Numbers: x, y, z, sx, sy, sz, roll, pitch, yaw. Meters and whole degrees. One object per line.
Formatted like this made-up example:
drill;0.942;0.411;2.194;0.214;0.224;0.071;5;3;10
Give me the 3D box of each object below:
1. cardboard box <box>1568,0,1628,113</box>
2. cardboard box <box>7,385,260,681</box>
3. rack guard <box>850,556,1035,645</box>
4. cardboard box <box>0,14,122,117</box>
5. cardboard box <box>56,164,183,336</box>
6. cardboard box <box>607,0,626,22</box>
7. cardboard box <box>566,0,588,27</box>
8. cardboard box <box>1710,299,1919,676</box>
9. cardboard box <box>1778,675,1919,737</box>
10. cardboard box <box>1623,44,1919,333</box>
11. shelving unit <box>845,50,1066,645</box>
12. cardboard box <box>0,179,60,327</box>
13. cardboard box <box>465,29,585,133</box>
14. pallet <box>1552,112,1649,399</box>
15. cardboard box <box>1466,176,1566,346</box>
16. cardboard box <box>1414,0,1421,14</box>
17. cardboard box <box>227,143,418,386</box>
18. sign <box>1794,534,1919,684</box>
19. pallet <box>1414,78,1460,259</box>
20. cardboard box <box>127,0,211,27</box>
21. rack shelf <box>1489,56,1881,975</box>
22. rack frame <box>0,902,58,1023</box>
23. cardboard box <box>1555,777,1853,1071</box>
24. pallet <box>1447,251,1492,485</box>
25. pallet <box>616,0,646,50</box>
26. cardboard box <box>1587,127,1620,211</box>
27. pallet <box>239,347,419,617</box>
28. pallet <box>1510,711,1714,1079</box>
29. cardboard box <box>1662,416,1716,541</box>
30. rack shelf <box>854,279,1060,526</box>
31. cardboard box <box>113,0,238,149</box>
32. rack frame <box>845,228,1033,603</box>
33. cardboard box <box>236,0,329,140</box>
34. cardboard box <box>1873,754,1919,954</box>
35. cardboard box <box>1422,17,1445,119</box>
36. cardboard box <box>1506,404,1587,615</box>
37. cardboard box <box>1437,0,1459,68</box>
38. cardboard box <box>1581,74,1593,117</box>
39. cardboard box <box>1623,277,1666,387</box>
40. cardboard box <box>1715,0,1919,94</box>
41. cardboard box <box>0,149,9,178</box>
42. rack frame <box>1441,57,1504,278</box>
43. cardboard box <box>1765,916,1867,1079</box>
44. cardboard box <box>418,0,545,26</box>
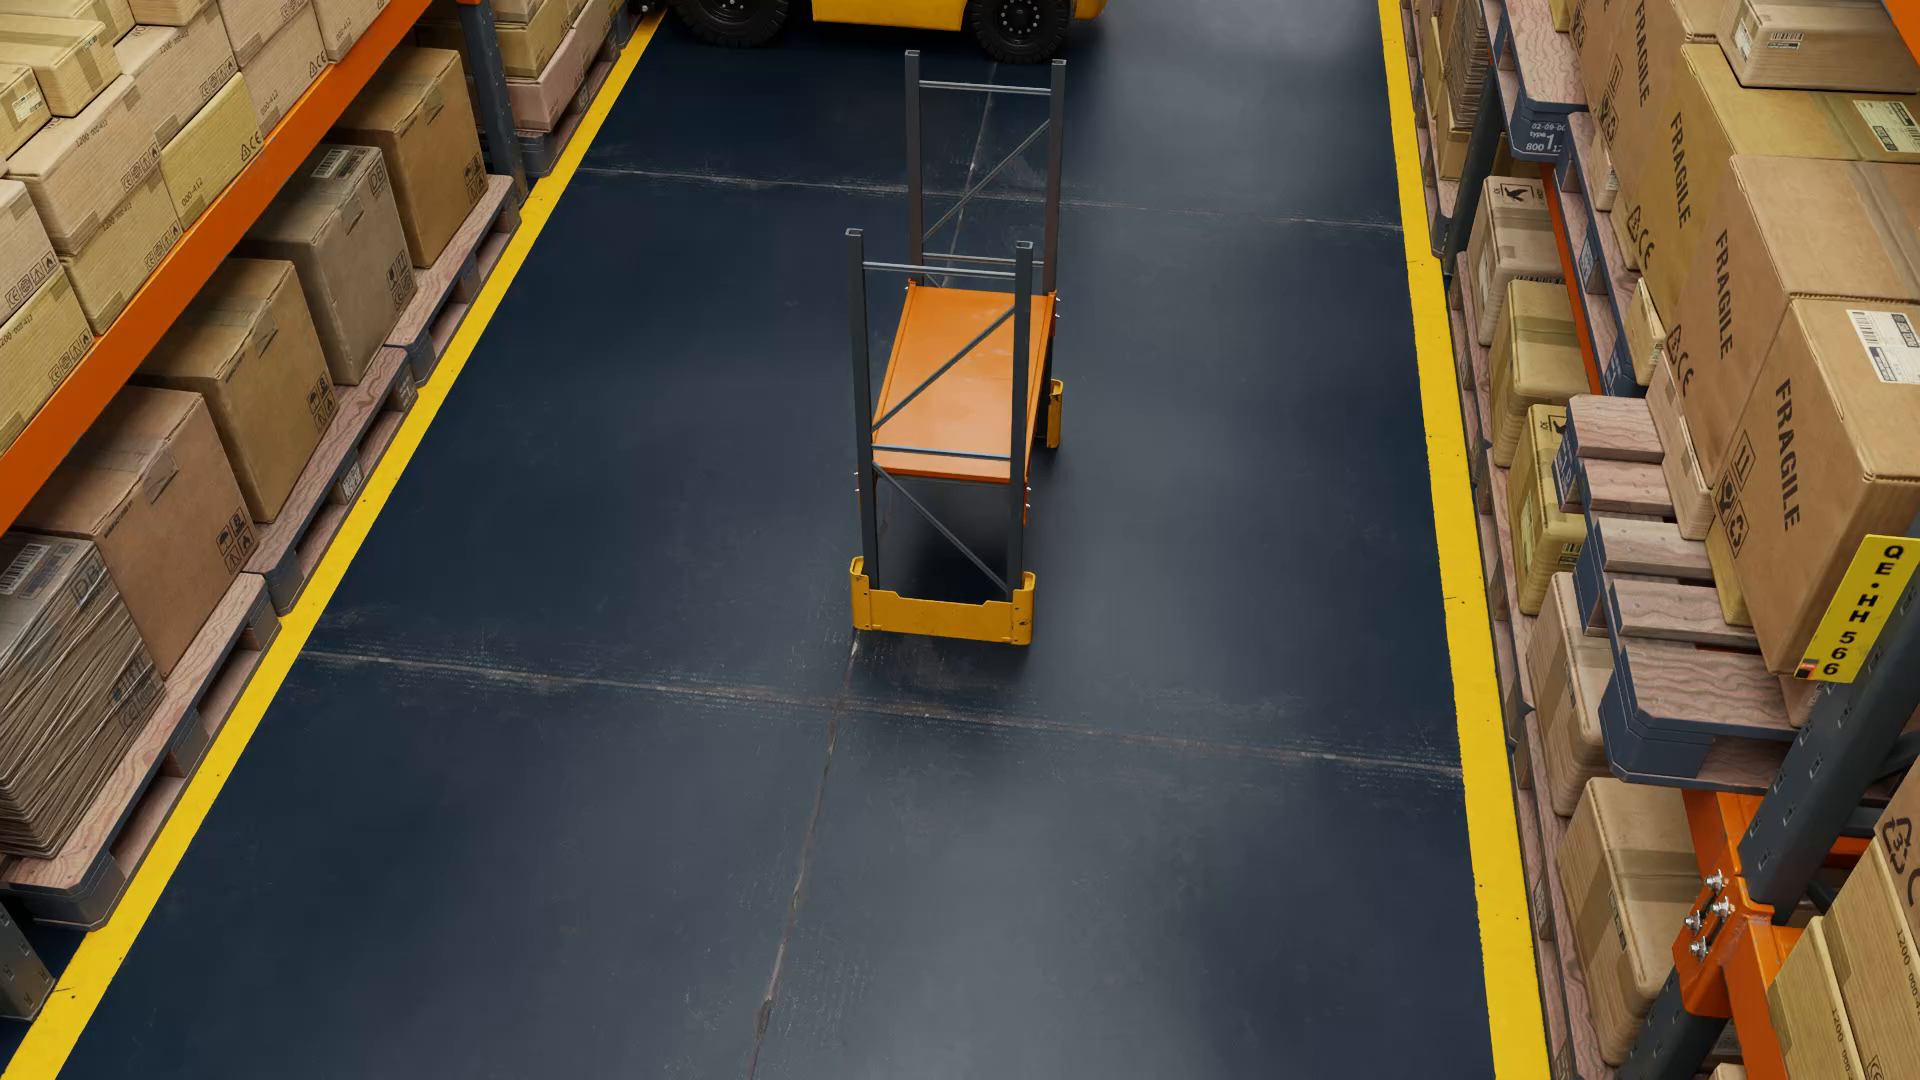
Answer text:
cardboard box;2.019;-1.502;4.560;0.500;0.500;0.500;5;44;5
cardboard box;-2.765;-0.059;5.052;0.875;0.625;0.625;7;44;7
rack guard;-0.056;0.197;5.360;0.587;0.250;0.087;5;44;6
cardboard box;-2.445;-1.242;4.335;0.380;0.149;0.250;6;44;6
cardboard box;-2.506;-0.818;4.542;0.500;0.250;0.500;4;44;4
cardboard box;-1.914;-2.777;8.196;0.500;0.250;0.500;6;44;6
cardboard box;-1.976;-2.605;7.651;0.500;0.250;0.500;5;44;5
cardboard box;1.766;-0.082;3.060;0.500;0.500;0.500;4;44;4
cardboard box;1.792;0.244;3.188;0.380;0.149;0.250;7;44;7
cardboard box;1.889;-0.779;3.797;0.500;0.500;0.500;3;43;3
shelving unit;0.010;-0.597;5.289;0.587;1.500;1.083;5;44;6
cardboard box;-2.571;-0.647;3.997;0.500;0.250;0.500;7;44;7
cardboard box;-2.018;-2.078;7.458;0.500;0.250;0.500;6;44;6
pallet;2.203;-0.733;4.482;1.003;0.211;1.213;5;44;6
cardboard box;2.443;-1.017;6.248;0.950;0.372;0.625;6;44;6
cardboard box;2.524;-2.811;8.232;0.500;0.250;0.500;8;44;8
cardboard box;-2.578;-1.030;6.078;0.875;0.625;0.625;5;44;5
sign;1.442;0.115;2.662;0.100;0.325;0.005;5;44;6
pallet;2.564;-1.624;7.312;1.003;0.211;1.213;5;44;6
cardboard box;-2.333;-1.582;4.695;0.380;0.149;0.250;4;44;4
rack shelf;2.246;-0.552;4.674;1.077;0.370;4.000;5;44;6
rack frame;-2.939;0.101;3.461;1.000;3.000;0.127;5;44;6
cardboard box;2.066;0.968;4.152;0.950;0.372;0.625;3;43;3
pallet;2.409;-0.633;6.265;1.003;0.211;1.213;5;44;6
pallet;-2.105;-2.984;8.748;1.003;0.211;1.213;5;44;6
cardboard box;1.924;-1.004;4.506;0.380;0.149;0.250;7;44;7
pallet;-2.628;-0.273;5.884;1.003;0.211;1.213;5;44;6
pallet;2.086;1.030;4.509;1.003;0.211;1.213;5;44;6
cardboard box;1.744;-0.121;3.574;0.380;0.149;0.250;5;44;5
rack shelf;0.011;-0.472;5.419;0.538;0.185;1.000;5;44;6
cardboard box;-2.441;-1.353;4.742;0.500;0.250;0.500;6;44;6
rack frame;-0.056;-0.256;4.930;0.500;1.500;0.032;5;44;6
cardboard box;-2.375;-1.524;5.287;0.500;0.250;0.500;5;44;6
cardboard box;1.674;0.464;2.278;0.500;0.500;0.500;4;44;4
cardboard box;2.383;-2.121;7.503;0.500;0.250;0.500;4;44;4
cardboard box;2.262;-0.052;5.230;0.950;0.372;0.625;7;44;7
cardboard box;2.388;-2.377;7.228;0.500;0.500;0.500;6;44;6
cardboard box;2.045;-1.348;4.870;0.380;0.149;0.250;6;44;6
cardboard box;1.808;-0.481;3.953;0.380;0.149;0.250;6;44;6
cardboard box;1.918;-1.123;3.688;0.380;0.149;0.250;3;44;4
cardboard box;-2.540;-0.900;3.974;0.380;0.149;0.250;6;44;6
rack frame;2.510;-2.176;5.867;1.000;3.000;0.127;5;44;6
cardboard box;1.667;0.915;2.711;0.500;0.250;0.500;5;44;5
cardboard box;-2.035;-2.443;7.116;0.500;0.250;0.500;5;44;5
